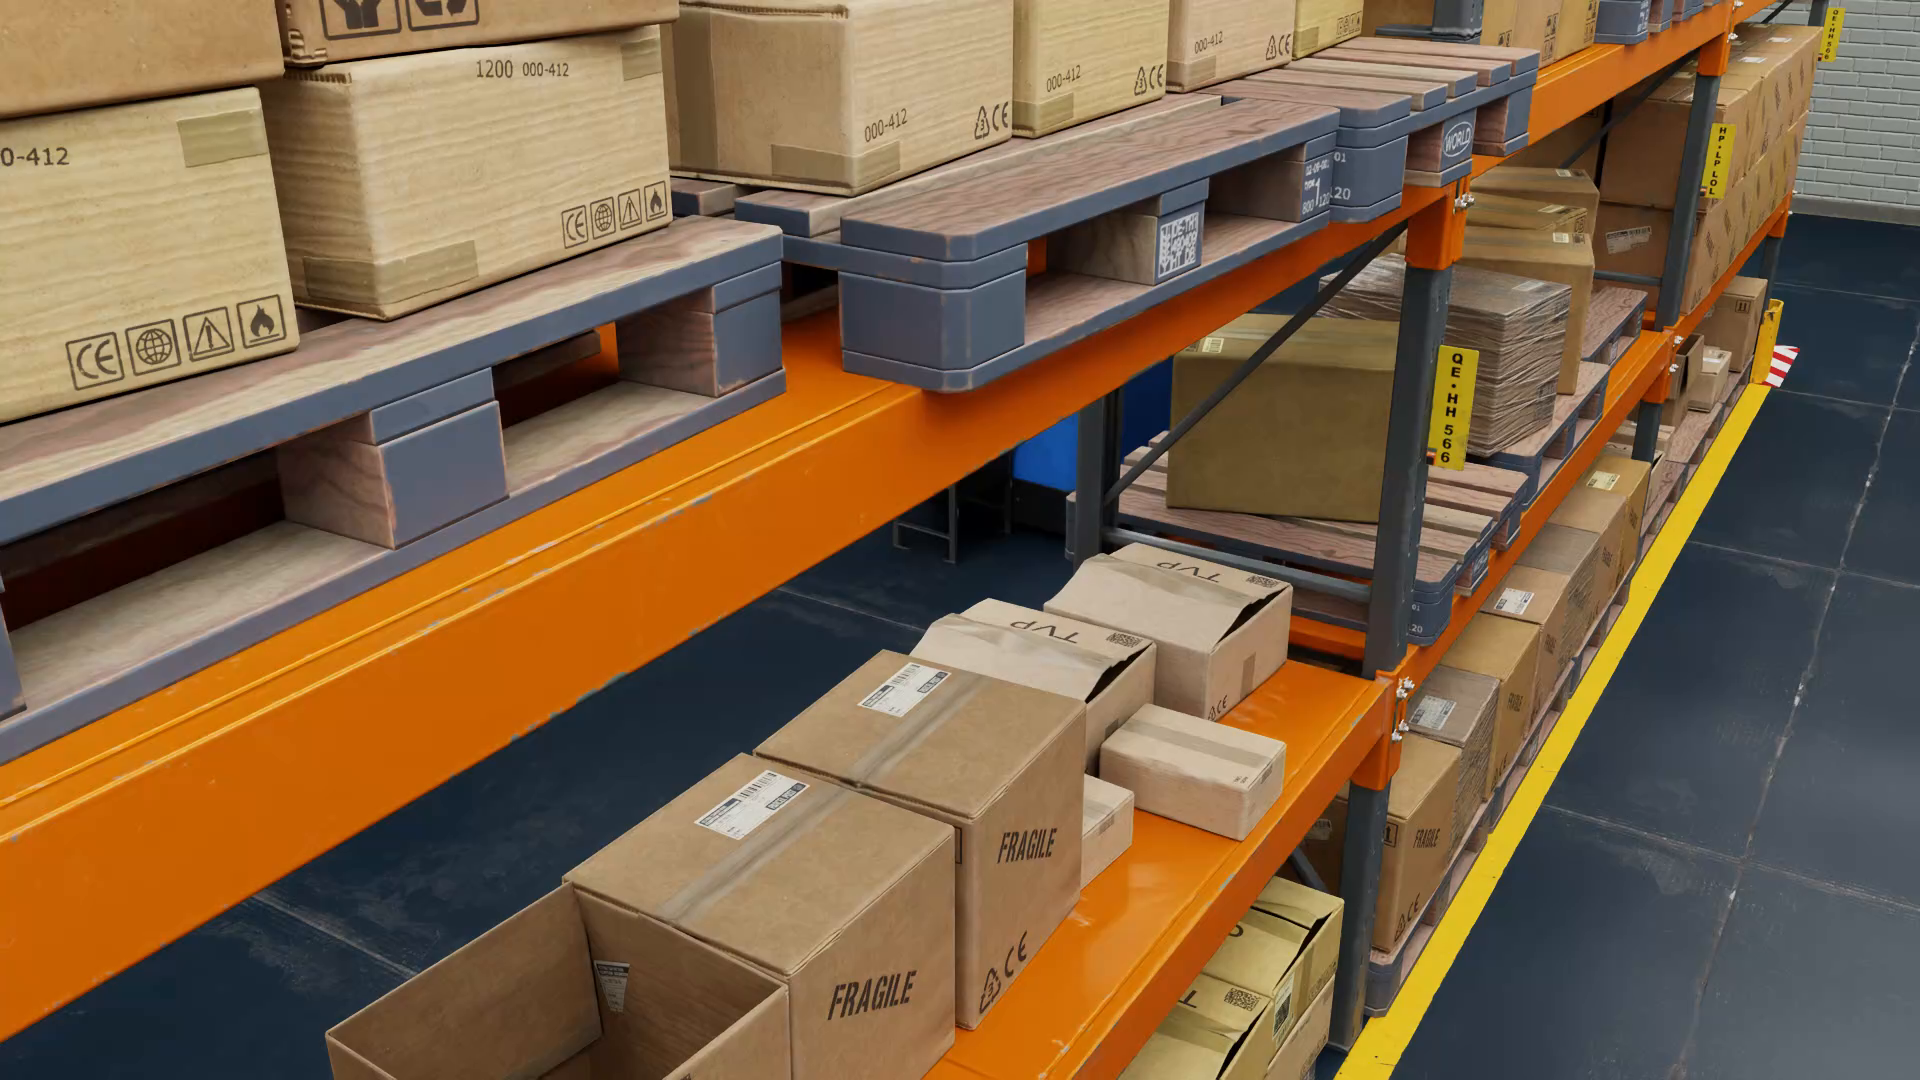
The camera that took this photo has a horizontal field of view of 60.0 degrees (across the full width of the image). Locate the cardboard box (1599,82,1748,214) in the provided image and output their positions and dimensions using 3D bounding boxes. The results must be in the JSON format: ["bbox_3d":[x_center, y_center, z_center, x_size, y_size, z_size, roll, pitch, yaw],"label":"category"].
[{"bbox_3d":[3.396,-1.878,7.928,0.500,0.500,0.500,15,27,30],"label":"cardboard box"}]

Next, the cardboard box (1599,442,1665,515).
[{"bbox_3d":[3.314,-0.337,8.584,0.500,0.311,0.500,14,27,29],"label":"cardboard box"}]

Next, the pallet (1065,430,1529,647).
[{"bbox_3d":[1.096,-0.078,5.397,1.213,0.211,1.003,14,27,29],"label":"pallet"}]

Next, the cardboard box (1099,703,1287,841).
[{"bbox_3d":[0.559,0.554,4.011,0.380,0.149,0.250,14,27,29],"label":"cardboard box"}]

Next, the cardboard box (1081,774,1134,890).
[{"bbox_3d":[0.174,0.635,3.825,0.380,0.149,0.250,16,28,33],"label":"cardboard box"}]

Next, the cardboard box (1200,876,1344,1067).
[{"bbox_3d":[0.731,1.117,4.620,0.500,0.311,0.500,15,27,30],"label":"cardboard box"}]

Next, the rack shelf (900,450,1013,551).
[{"bbox_3d":[-0.039,-0.306,8.611,0.431,0.518,0.480,16,28,33],"label":"rack shelf"}]

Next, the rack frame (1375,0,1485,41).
[{"bbox_3d":[0.799,-2.676,3.605,1.000,3.000,0.127,14,27,29],"label":"rack frame"}]

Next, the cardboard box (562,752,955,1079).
[{"bbox_3d":[-0.350,0.779,3.050,0.500,0.500,0.500,14,27,29],"label":"cardboard box"}]

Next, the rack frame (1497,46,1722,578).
[{"bbox_3d":[2.909,-1.273,7.915,1.000,3.000,0.127,14,27,29],"label":"rack frame"}]

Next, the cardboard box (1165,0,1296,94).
[{"bbox_3d":[0.346,-1.078,3.348,0.500,0.250,0.500,15,27,30],"label":"cardboard box"}]

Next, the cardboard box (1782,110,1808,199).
[{"bbox_3d":[5.013,-2.461,10.533,0.500,0.500,0.500,15,27,31],"label":"cardboard box"}]

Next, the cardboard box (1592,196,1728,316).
[{"bbox_3d":[3.409,-1.434,8.161,0.500,0.500,0.500,15,27,30],"label":"cardboard box"}]

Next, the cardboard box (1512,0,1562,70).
[{"bbox_3d":[1.269,-1.672,4.935,0.910,0.500,0.500,14,27,29],"label":"cardboard box"}]

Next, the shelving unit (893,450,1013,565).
[{"bbox_3d":[-0.039,-0.961,8.327,0.431,2.100,0.503,16,28,33],"label":"shelving unit"}]

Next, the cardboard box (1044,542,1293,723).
[{"bbox_3d":[0.570,0.232,4.552,0.500,0.311,0.500,16,28,32],"label":"cardboard box"}]

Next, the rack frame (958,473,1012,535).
[{"bbox_3d":[0.105,-1.039,8.508,0.400,2.100,0.015,16,28,33],"label":"rack frame"}]

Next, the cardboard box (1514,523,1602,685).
[{"bbox_3d":[2.359,0.233,7.029,0.500,0.500,0.500,14,27,30],"label":"cardboard box"}]

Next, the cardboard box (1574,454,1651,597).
[{"bbox_3d":[2.892,-0.101,7.801,0.500,0.500,0.500,14,27,29],"label":"cardboard box"}]

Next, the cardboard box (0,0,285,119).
[{"bbox_3d":[-0.953,-0.617,1.341,0.500,0.500,0.500,14,27,30],"label":"cardboard box"}]

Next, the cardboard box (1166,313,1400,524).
[{"bbox_3d":[1.035,-0.398,5.239,0.700,0.500,0.500,5,24,11],"label":"cardboard box"}]

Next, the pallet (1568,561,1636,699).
[{"bbox_3d":[2.512,0.289,7.817,1.003,0.211,1.213,14,27,29],"label":"pallet"}]

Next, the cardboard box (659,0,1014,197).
[{"bbox_3d":[-0.251,-0.706,2.489,0.500,0.250,0.500,11,26,25],"label":"cardboard box"}]

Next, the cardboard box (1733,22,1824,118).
[{"bbox_3d":[5.017,-2.920,10.335,0.500,0.500,0.500,14,27,29],"label":"cardboard box"}]

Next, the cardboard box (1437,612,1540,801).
[{"bbox_3d":[1.822,0.582,6.222,0.500,0.500,0.500,13,27,28],"label":"cardboard box"}]

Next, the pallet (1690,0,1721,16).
[{"bbox_3d":[2.505,-2.358,6.882,1.213,0.211,1.003,14,27,29],"label":"pallet"}]

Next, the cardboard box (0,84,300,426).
[{"bbox_3d":[-0.978,-0.279,1.504,0.500,0.250,0.500,17,29,34],"label":"cardboard box"}]

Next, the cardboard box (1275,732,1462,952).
[{"bbox_3d":[1.281,0.928,5.422,0.500,0.500,0.500,15,28,31],"label":"cardboard box"}]

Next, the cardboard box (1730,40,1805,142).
[{"bbox_3d":[4.482,-2.573,9.534,0.500,0.500,0.500,15,27,30],"label":"cardboard box"}]

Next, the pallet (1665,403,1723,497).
[{"bbox_3d":[3.914,-0.638,9.959,1.003,0.211,1.213,14,27,29],"label":"pallet"}]

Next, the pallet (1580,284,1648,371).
[{"bbox_3d":[2.394,-0.938,7.383,1.003,0.211,1.213,14,27,29],"label":"pallet"}]

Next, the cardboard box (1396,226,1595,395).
[{"bbox_3d":[2.029,-0.902,6.404,0.700,0.500,0.500,7,24,16],"label":"cardboard box"}]

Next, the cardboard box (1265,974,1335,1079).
[{"bbox_3d":[0.728,1.375,4.731,0.500,0.250,0.500,15,27,30],"label":"cardboard box"}]

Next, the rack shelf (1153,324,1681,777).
[{"bbox_3d":[1.854,-0.268,6.499,1.077,0.370,4.000,14,27,29],"label":"rack shelf"}]

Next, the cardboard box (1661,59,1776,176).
[{"bbox_3d":[3.939,-2.225,8.731,0.500,0.500,0.500,13,27,27],"label":"cardboard box"}]

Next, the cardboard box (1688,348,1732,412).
[{"bbox_3d":[4.414,-1.014,10.223,0.500,0.250,0.500,14,27,29],"label":"cardboard box"}]

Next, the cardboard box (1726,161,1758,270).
[{"bbox_3d":[3.942,-1.776,8.950,0.500,0.500,0.500,14,27,29],"label":"cardboard box"}]

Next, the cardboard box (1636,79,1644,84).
[{"bbox_3d":[3.223,-2.176,8.617,0.500,0.500,0.500,13,27,28],"label":"cardboard box"}]

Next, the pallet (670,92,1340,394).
[{"bbox_3d":[-0.071,-0.587,2.792,1.003,0.211,1.213,15,28,31],"label":"pallet"}]

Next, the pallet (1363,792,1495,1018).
[{"bbox_3d":[1.225,1.113,5.914,1.003,0.211,1.213,14,27,29],"label":"pallet"}]

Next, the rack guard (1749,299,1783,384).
[{"bbox_3d":[4.978,-1.450,11.471,1.175,0.500,0.348,14,27,29],"label":"rack guard"}]

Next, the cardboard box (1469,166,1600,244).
[{"bbox_3d":[2.469,-1.399,7.551,0.700,0.500,0.500,5,24,11],"label":"cardboard box"}]

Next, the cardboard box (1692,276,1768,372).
[{"bbox_3d":[4.941,-1.443,10.900,0.500,0.500,0.500,14,27,29],"label":"cardboard box"}]

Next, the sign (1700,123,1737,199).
[{"bbox_3d":[3.382,-1.689,7.419,0.100,0.325,0.005,14,27,29],"label":"sign"}]

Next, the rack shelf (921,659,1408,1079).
[{"bbox_3d":[-0.256,1.082,3.380,1.077,0.370,4.000,14,27,29],"label":"rack shelf"}]

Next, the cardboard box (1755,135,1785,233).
[{"bbox_3d":[4.475,-2.118,9.740,0.500,0.500,0.500,14,27,29],"label":"cardboard box"}]

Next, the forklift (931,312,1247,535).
[{"bbox_3d":[1.074,-1.895,9.439,1.130,2.935,3.031,16,28,33],"label":"forklift"}]

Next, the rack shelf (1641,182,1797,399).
[{"bbox_3d":[3.964,-1.618,9.617,1.077,0.370,4.000,14,27,29],"label":"rack shelf"}]
